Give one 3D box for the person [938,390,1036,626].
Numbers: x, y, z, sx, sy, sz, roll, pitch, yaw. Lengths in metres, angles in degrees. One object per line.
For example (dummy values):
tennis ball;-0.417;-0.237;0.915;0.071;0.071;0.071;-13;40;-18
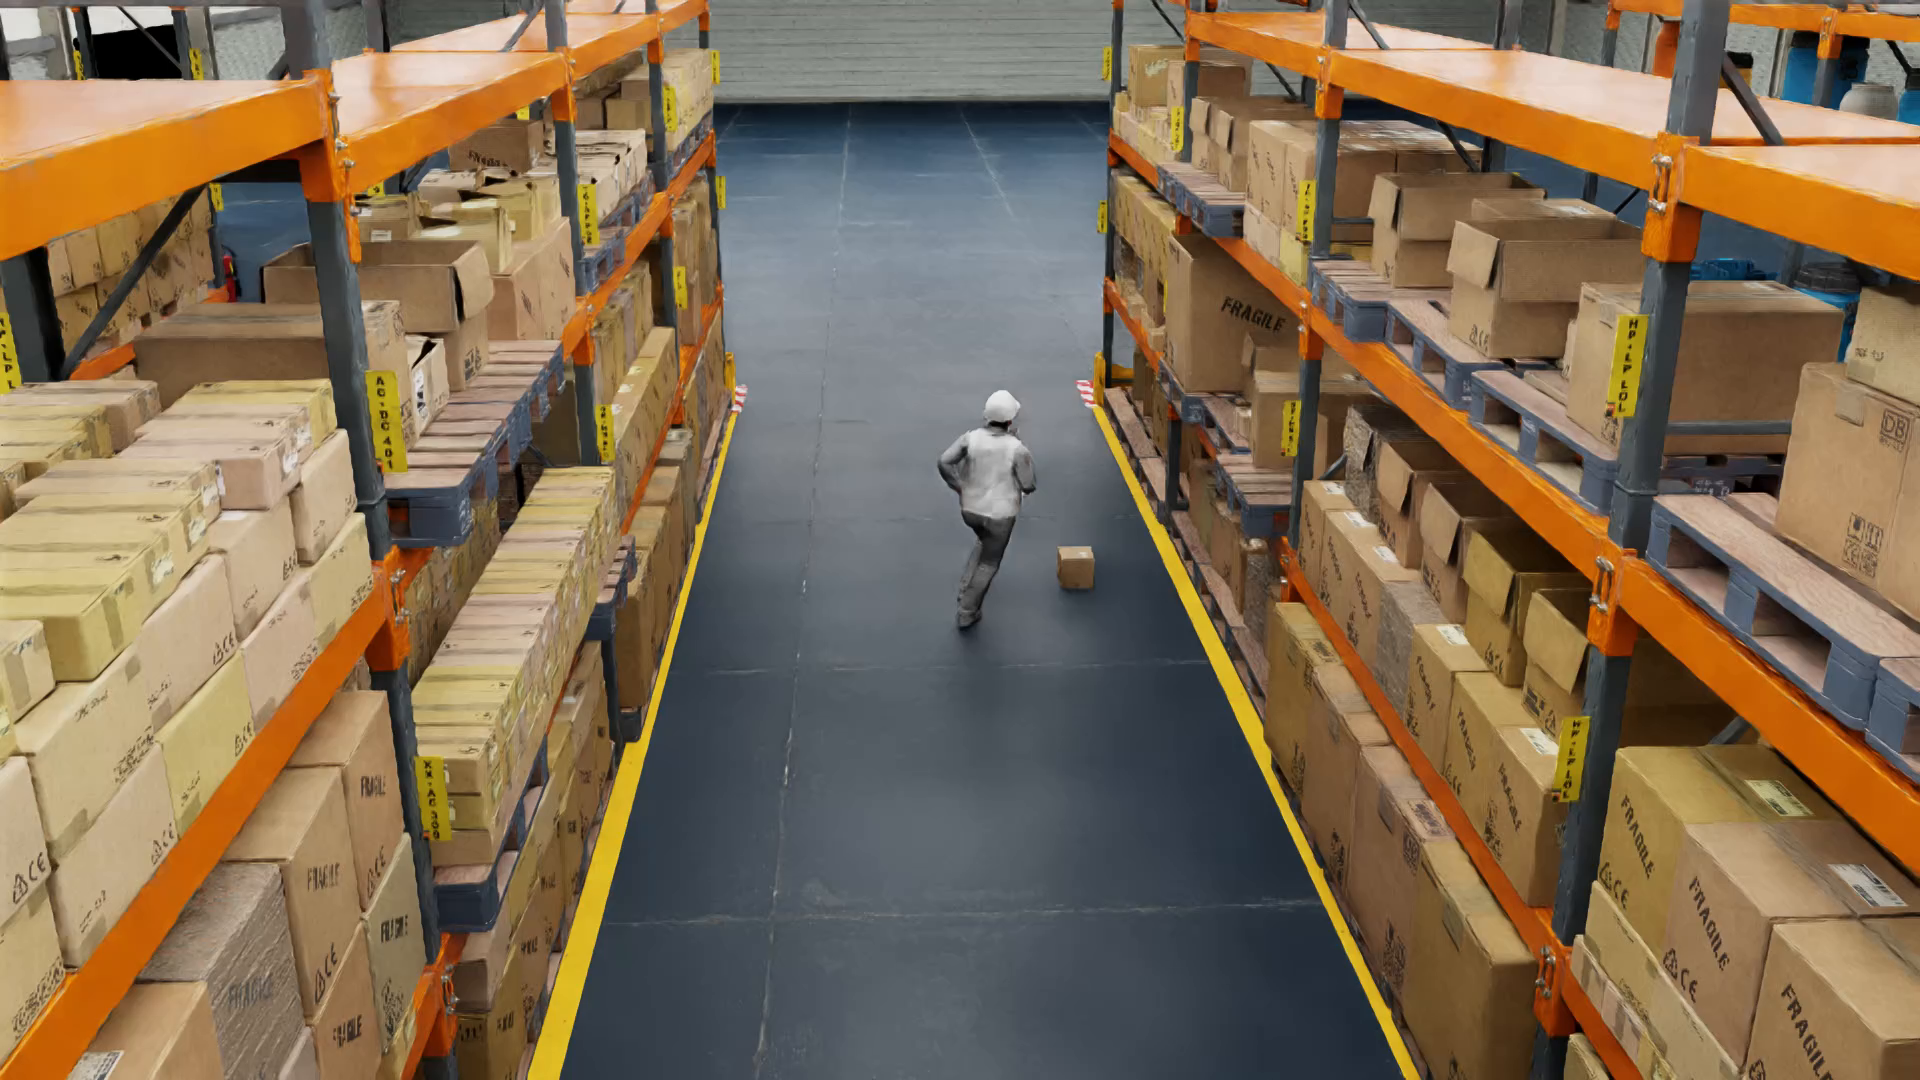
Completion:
person;0.252;-0.230;11.720;0.658;1.740;0.585;12;23;29
